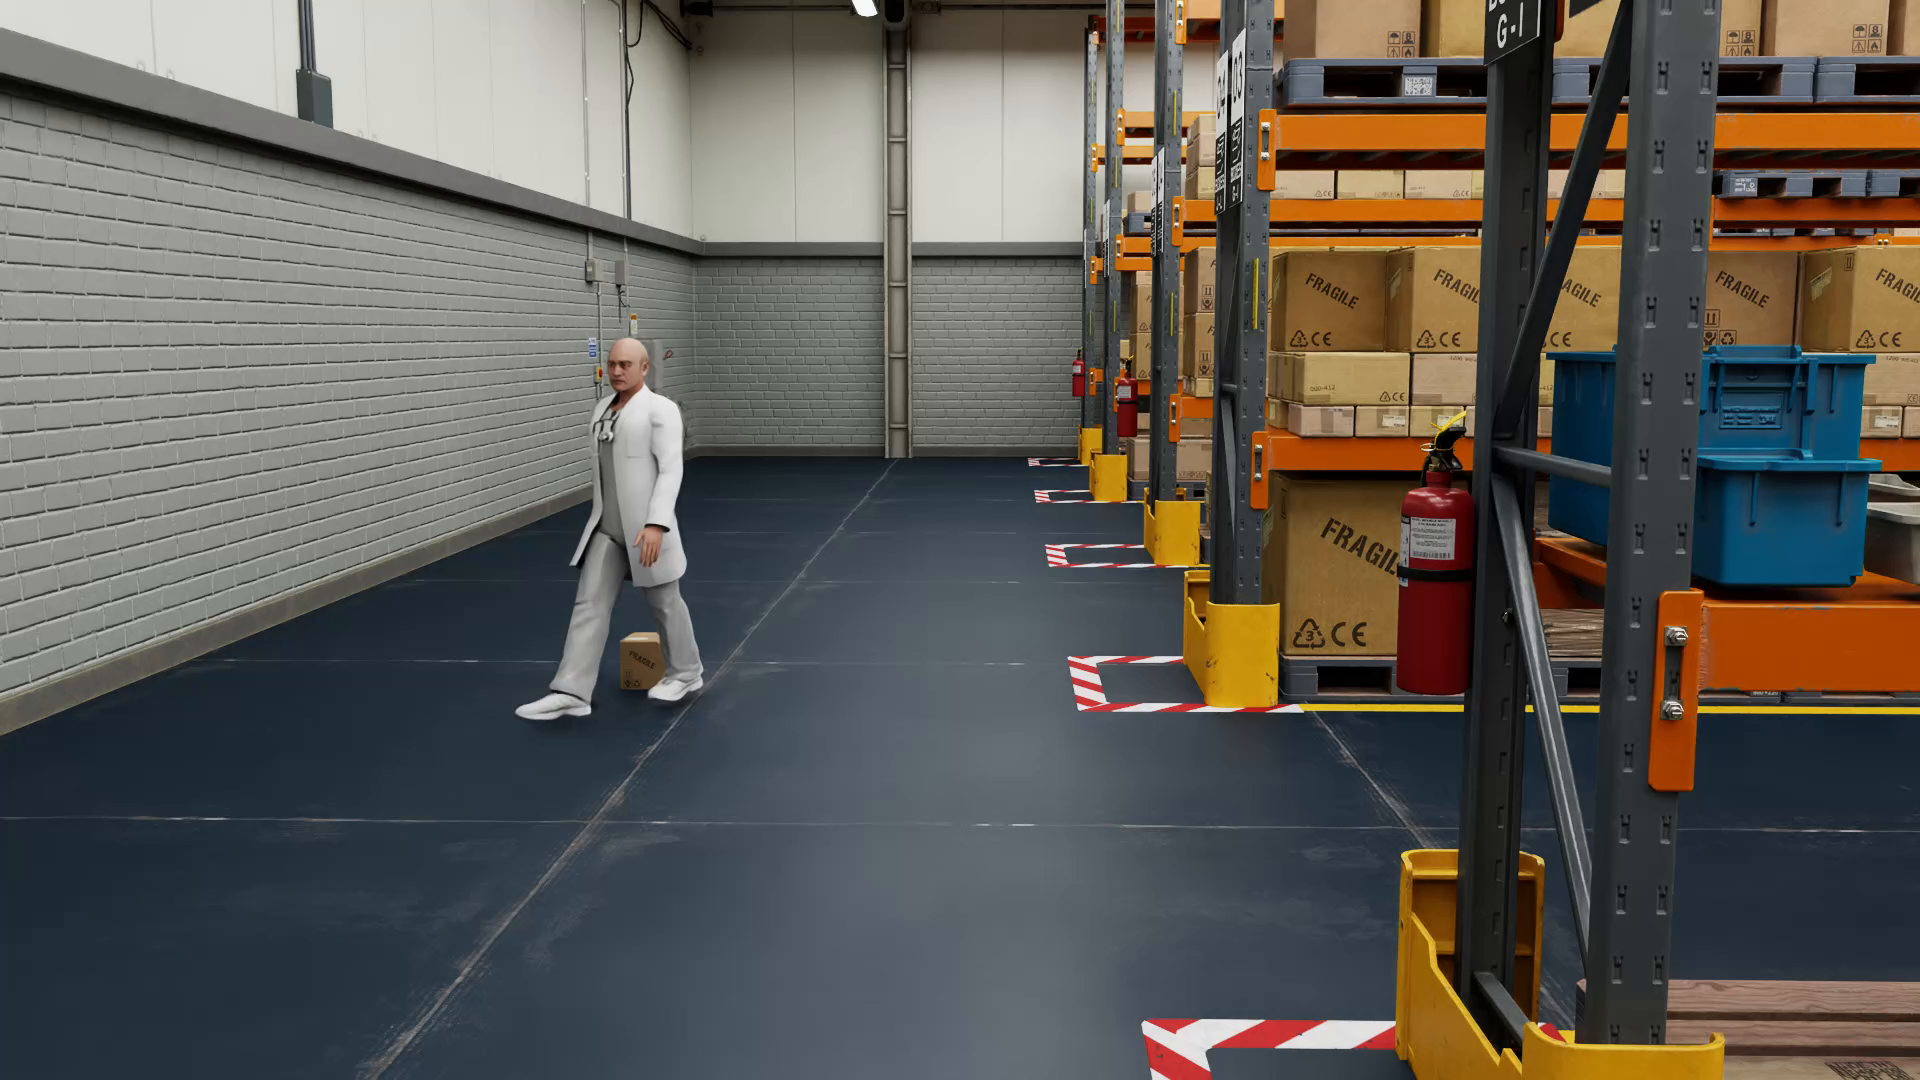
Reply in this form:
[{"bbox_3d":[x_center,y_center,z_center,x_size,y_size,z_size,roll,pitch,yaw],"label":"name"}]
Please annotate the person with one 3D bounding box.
[{"bbox_3d":[-1.556,-0.059,7.659,0.652,1.731,1.050,4,8,31],"label":"person"}]
